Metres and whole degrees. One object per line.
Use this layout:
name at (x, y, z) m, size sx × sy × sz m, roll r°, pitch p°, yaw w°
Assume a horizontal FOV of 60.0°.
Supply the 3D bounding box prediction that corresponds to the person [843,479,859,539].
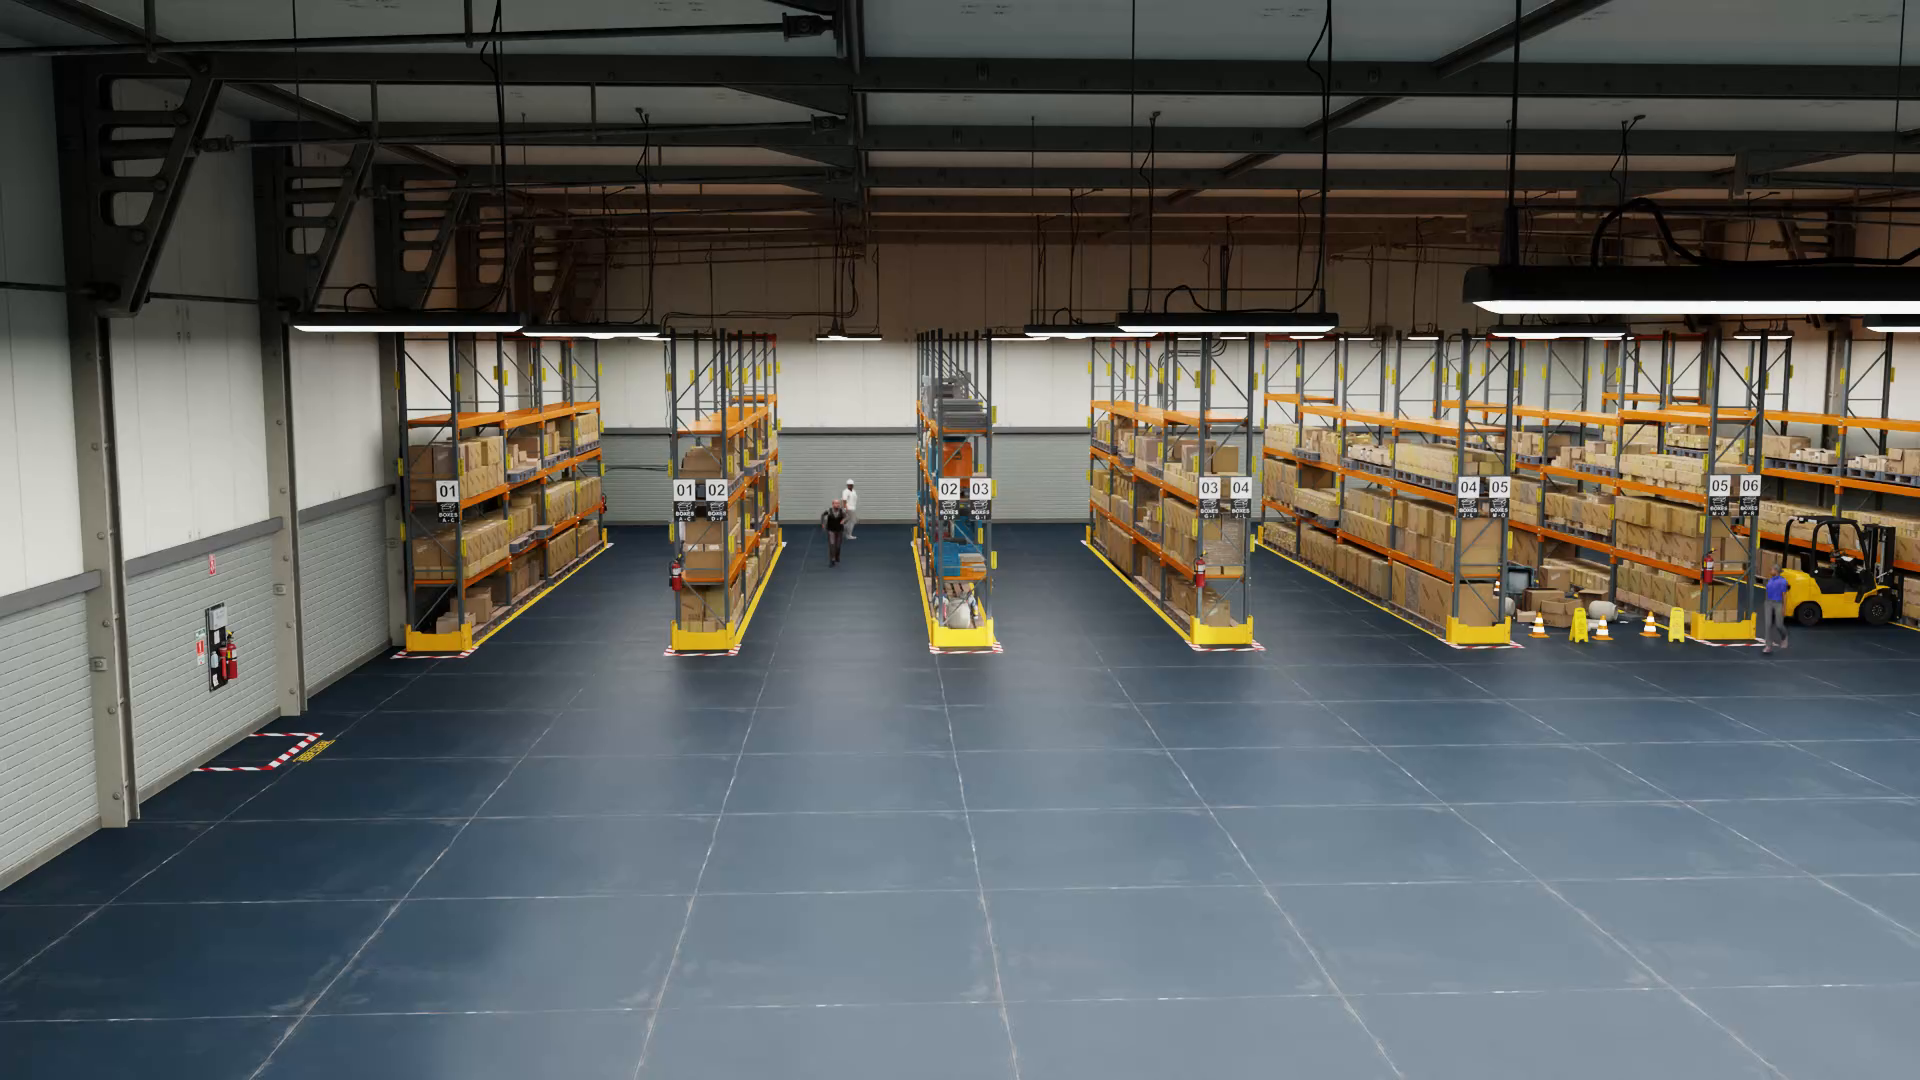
person at (-3.215, -0.902, 48.654) m, size 0.497 × 1.753 × 0.555 m, roll 0°, pitch 7°, yaw -1°

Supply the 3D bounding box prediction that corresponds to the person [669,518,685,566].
person at (-6.910, -0.012, 41.336) m, size 0.669 × 1.727 × 1.045 m, roll 0°, pitch 7°, yaw -4°

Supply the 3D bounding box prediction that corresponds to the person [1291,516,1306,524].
person at (10.113, -0.941, 49.809) m, size 0.547 × 1.580 × 0.432 m, roll -4°, pitch 8°, yaw -29°

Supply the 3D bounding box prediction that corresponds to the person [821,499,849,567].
person at (-3.229, -0.211, 42.909) m, size 0.713 × 1.694 × 0.995 m, roll -1°, pitch 7°, yaw -5°

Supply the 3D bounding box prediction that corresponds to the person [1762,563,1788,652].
person at (15.163, 1.258, 30.880) m, size 0.540 × 1.643 × 0.427 m, roll -6°, pitch 9°, yaw -42°
